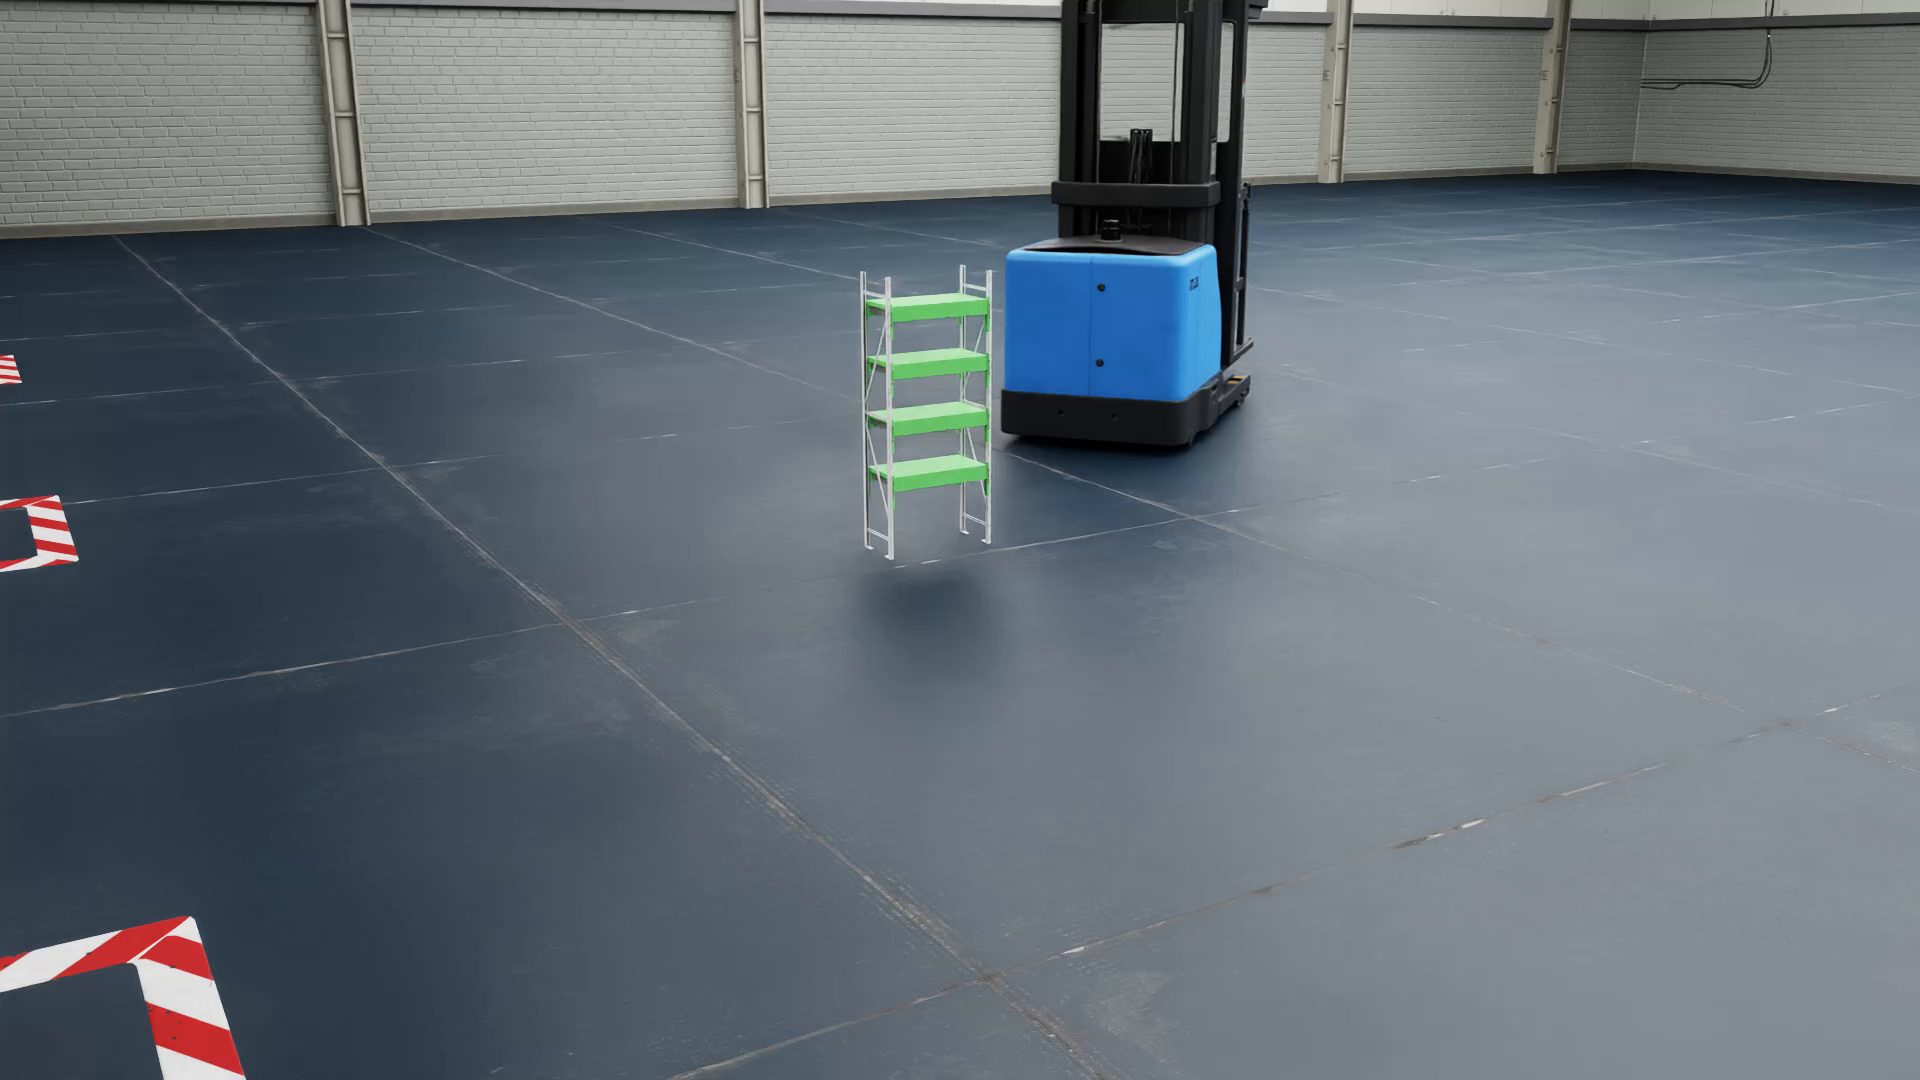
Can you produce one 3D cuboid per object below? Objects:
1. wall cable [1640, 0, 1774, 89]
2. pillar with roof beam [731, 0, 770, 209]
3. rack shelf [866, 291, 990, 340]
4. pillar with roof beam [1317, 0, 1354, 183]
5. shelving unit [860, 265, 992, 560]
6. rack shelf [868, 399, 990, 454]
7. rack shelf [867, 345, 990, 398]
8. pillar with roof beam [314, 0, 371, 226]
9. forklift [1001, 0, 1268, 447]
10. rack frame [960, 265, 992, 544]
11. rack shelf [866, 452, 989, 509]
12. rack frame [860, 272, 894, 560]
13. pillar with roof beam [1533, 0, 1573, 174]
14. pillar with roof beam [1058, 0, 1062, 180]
[{"bbox_3d":[15.431,-10.619,34.372,0.112,2.526,3.097,-9,18,-30],"label":"wall cable"},{"bbox_3d":[-0.988,-8.512,21.104,0.400,9.000,9.100,-9,18,-30],"label":"pillar with roof beam"},{"bbox_3d":[-0.142,-0.955,7.053,0.480,0.148,0.258,-9,18,-30],"label":"rack shelf"},{"bbox_3d":[9.298,-10.180,27.055,0.400,9.000,9.100,-9,18,-30],"label":"pillar with roof beam"},{"bbox_3d":[-0.142,-0.555,7.166,0.503,1.200,0.258,-9,18,-30],"label":"shelving unit"},{"bbox_3d":[-0.142,-0.493,7.183,0.480,0.148,0.258,-9,18,-30],"label":"rack shelf"},{"bbox_3d":[-0.142,-0.724,7.118,0.480,0.148,0.258,-9,18,-30],"label":"rack shelf"},{"bbox_3d":[-6.131,-7.678,18.129,0.400,9.000,9.100,-9,18,-30],"label":"pillar with roof beam"},{"bbox_3d":[1.208,-2.273,10.089,1.130,2.935,3.031,6,17,19],"label":"forklift"},{"bbox_3d":[0.067,-0.589,7.287,0.015,1.200,0.240,-9,18,-30],"label":"rack frame"},{"bbox_3d":[-0.142,-0.262,7.248,0.480,0.148,0.258,-9,18,-30],"label":"rack shelf"},{"bbox_3d":[-0.351,-0.521,7.045,0.015,1.200,0.240,-9,18,-30],"label":"rack frame"},{"bbox_3d":[14.441,-11.014,30.030,0.400,9.000,9.100,-9,18,-30],"label":"pillar with roof beam"},{"bbox_3d":[4.155,-9.346,24.080,0.400,9.000,9.100,-9,18,-30],"label":"pillar with roof beam"}]
